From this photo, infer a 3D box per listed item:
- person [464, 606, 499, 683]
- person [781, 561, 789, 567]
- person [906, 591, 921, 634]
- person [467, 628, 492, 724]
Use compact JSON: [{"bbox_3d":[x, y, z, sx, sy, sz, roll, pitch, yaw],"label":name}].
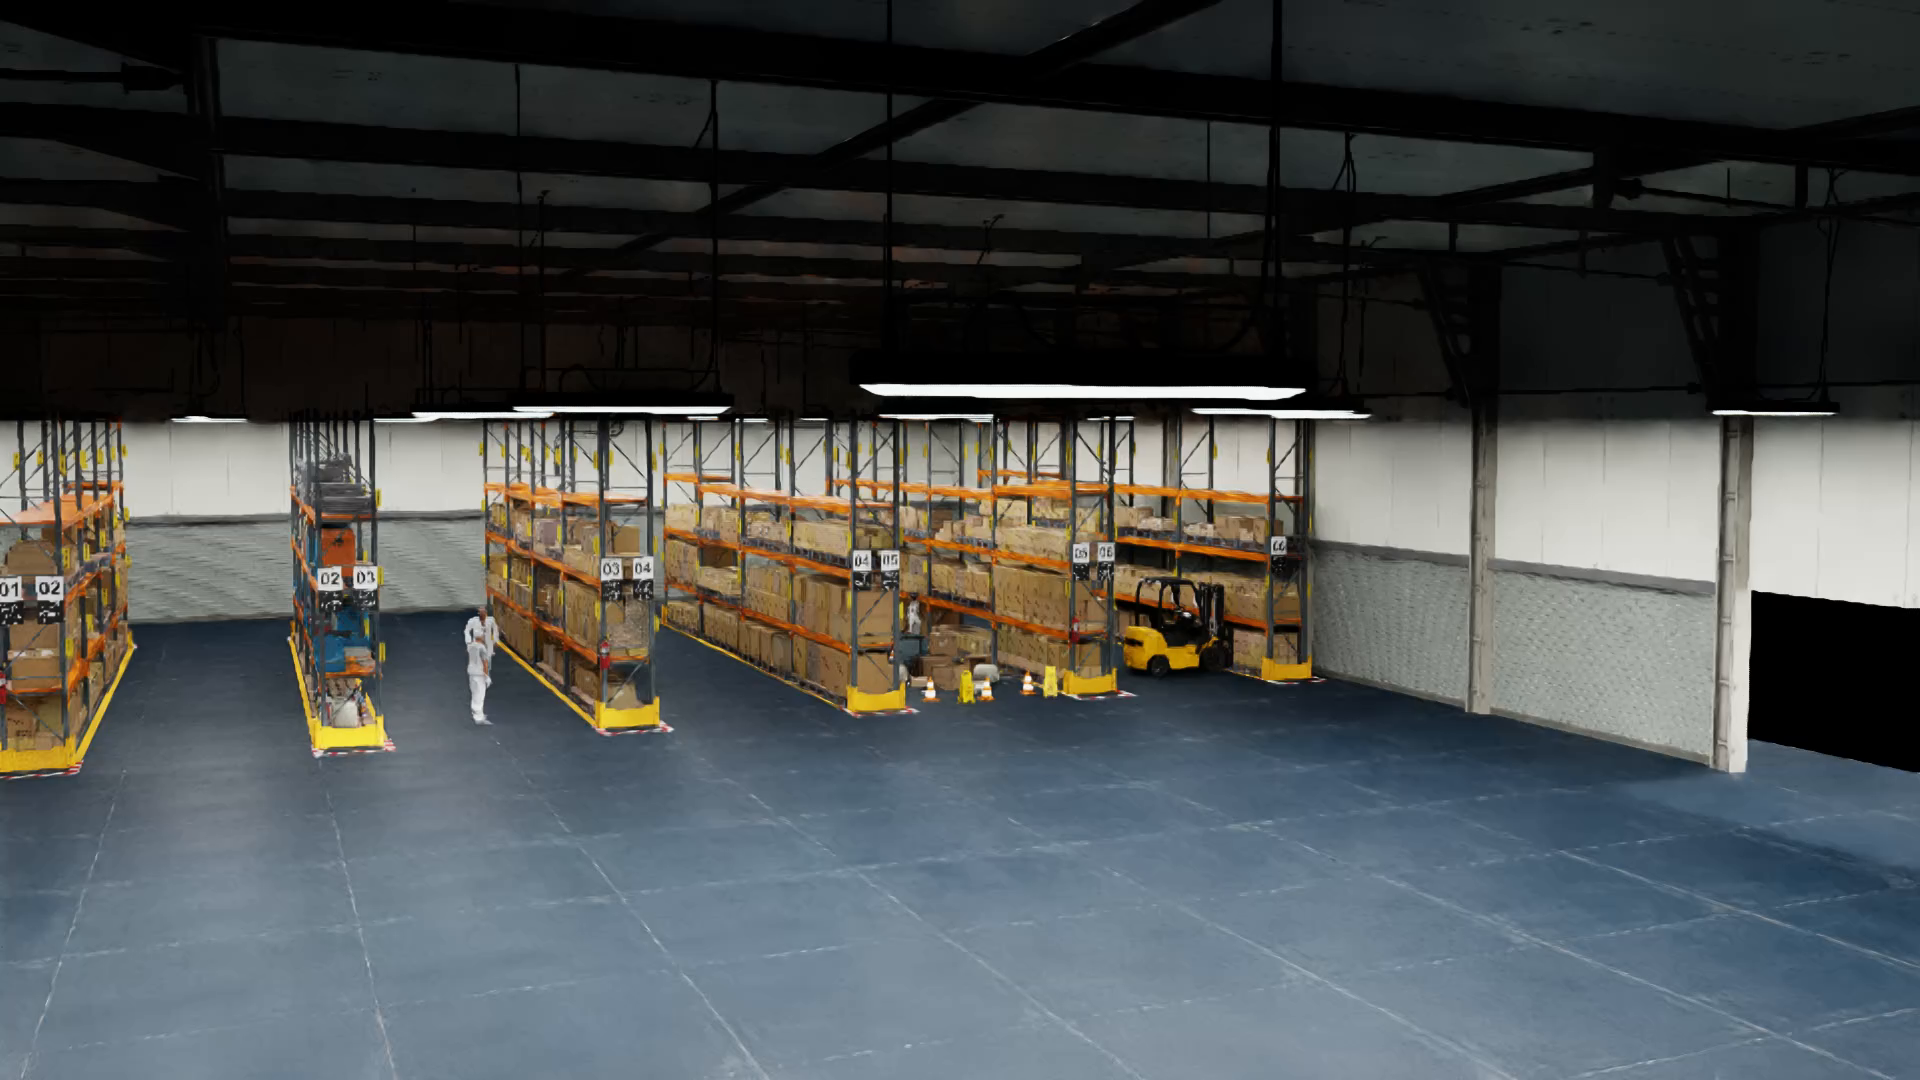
[{"bbox_3d":[-10.512,2.303,36.533,0.729,1.732,0.541,-2,4,-25],"label":"person"},{"bbox_3d":[-5.062,1.435,48.520,0.489,1.765,0.644,-2,5,-29],"label":"person"},{"bbox_3d":[-1.145,2.058,40.241,0.544,1.664,0.579,0,4,3],"label":"person"},{"bbox_3d":[-9.167,2.551,31.787,0.625,1.732,0.468,3,5,39],"label":"person"}]
